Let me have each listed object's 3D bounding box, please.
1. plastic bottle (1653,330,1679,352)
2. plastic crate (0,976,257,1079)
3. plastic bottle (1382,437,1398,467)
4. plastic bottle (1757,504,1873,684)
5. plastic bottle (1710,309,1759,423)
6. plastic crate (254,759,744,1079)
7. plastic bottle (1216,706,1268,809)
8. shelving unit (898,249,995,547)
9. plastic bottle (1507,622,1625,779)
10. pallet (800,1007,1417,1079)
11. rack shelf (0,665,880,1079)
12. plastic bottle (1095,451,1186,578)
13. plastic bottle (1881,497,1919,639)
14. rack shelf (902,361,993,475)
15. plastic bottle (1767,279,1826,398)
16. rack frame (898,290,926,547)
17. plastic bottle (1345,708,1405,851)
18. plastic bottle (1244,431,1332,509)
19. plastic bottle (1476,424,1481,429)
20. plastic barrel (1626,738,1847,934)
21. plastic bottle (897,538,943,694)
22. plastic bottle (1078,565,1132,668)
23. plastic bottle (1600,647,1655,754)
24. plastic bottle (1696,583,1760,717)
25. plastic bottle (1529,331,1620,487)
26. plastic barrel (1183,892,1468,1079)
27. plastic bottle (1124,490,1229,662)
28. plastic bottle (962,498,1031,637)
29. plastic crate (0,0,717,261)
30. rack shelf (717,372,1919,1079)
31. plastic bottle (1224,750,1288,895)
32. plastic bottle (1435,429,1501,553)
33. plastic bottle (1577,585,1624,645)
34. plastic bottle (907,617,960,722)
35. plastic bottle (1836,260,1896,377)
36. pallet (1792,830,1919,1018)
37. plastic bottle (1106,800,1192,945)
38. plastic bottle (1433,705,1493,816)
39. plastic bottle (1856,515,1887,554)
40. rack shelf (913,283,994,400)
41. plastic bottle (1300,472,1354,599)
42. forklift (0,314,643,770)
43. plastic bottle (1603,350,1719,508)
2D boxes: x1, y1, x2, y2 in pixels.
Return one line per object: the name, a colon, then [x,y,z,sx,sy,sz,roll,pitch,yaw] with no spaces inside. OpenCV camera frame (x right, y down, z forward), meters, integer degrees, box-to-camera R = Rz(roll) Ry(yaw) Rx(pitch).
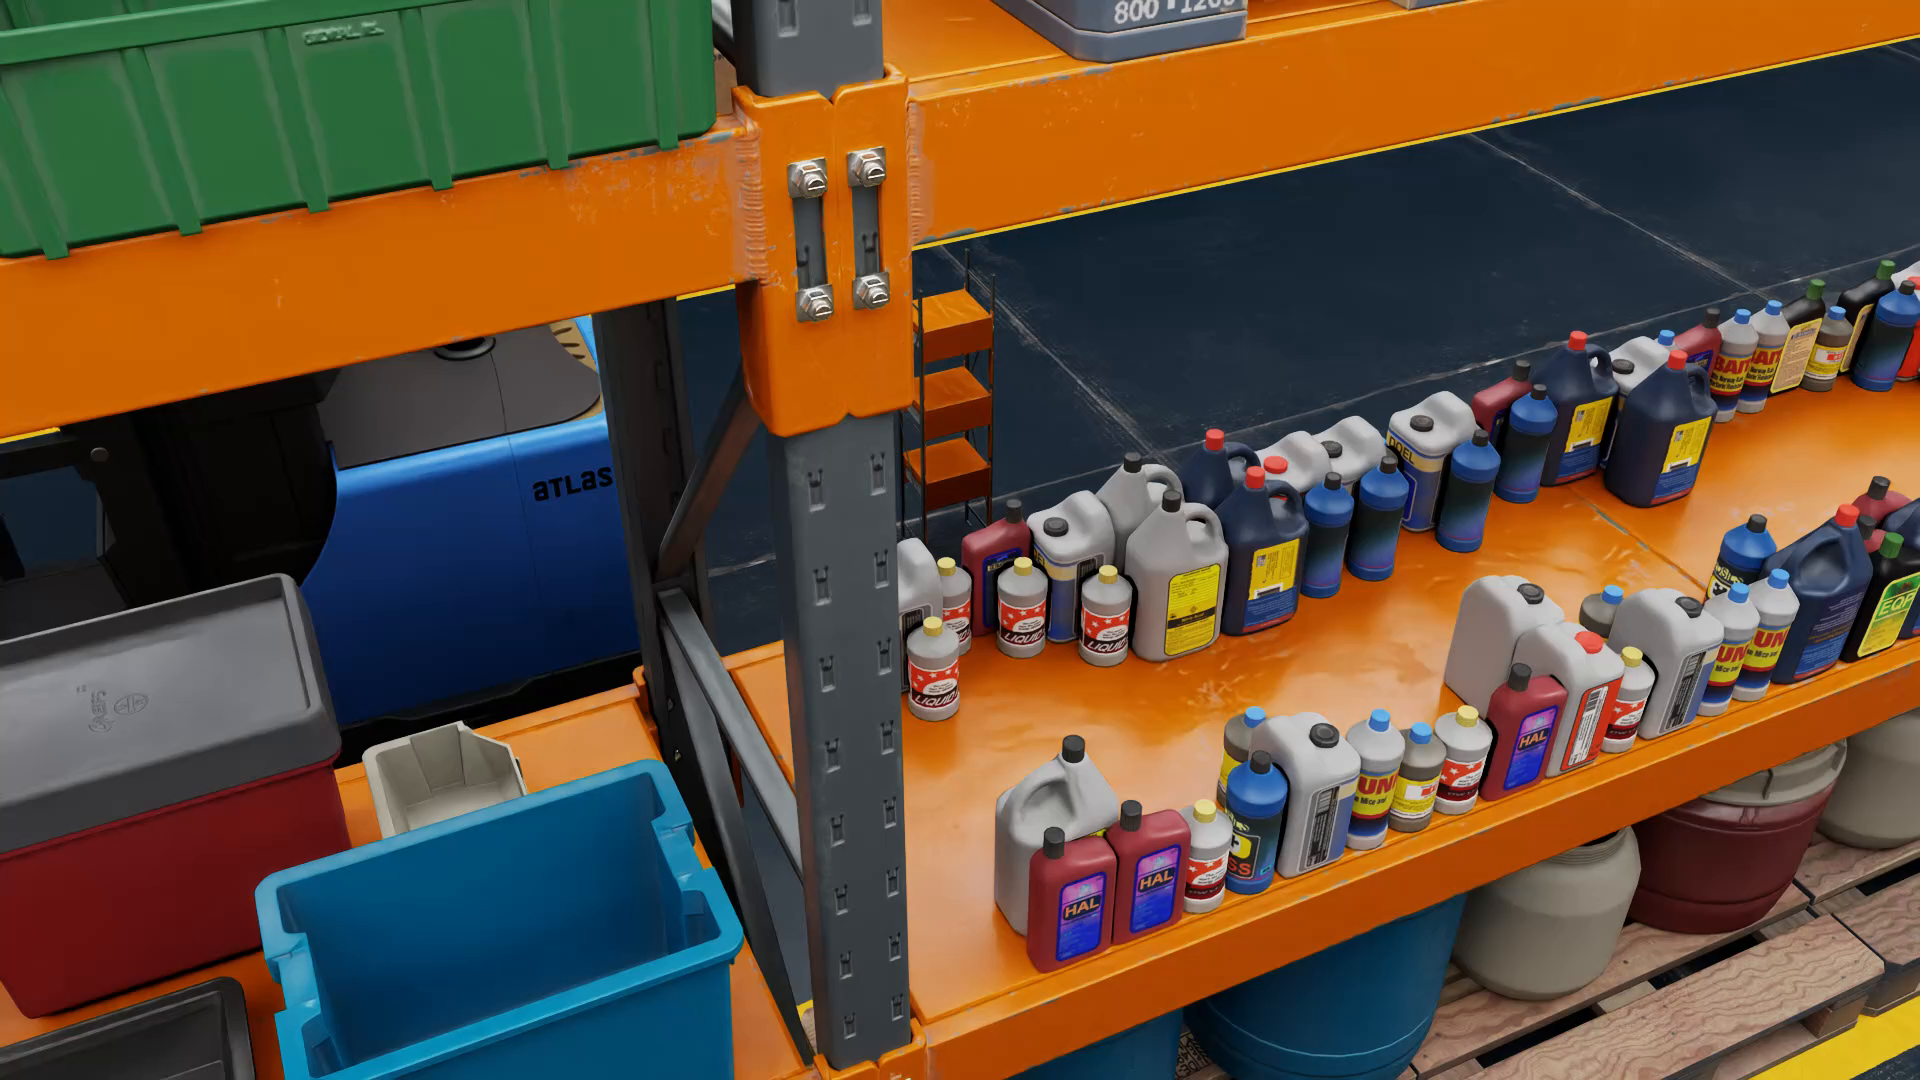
plastic bottle: [1.591,-0.356,3.820,0.097,0.271,0.097,0,37,0]
plastic crate: [-1.238,0.877,2.230,0.590,0.125,0.437,-16,39,-20]
plastic bottle: [0.883,-0.130,3.574,0.097,0.201,0.097,0,37,0]
plastic bottle: [1.613,0.090,3.152,0.185,0.351,0.144,-16,39,-20]
plastic bottle: [1.800,-0.414,3.899,0.097,0.271,0.097,0,37,0]
plastic crate: [-0.616,0.647,2.323,0.575,0.384,0.392,-16,39,-20]
plastic bottle: [0.504,0.376,2.892,0.097,0.201,0.097,0,37,0]
shelving unit: [-0.048,-0.408,5.419,0.252,1.050,0.215,-16,39,-20]
plastic bottle: [1.080,0.266,2.977,0.135,0.276,0.152,-16,39,-20]
pallet: [0.377,1.310,3.807,1.213,0.211,1.003,-16,39,-20]
rack shelf: [-2.149,1.158,2.275,4.000,0.370,1.077,-16,39,-20]
plastic bottle: [0.354,-0.027,3.309,0.185,0.351,0.144,-16,39,-20]
plastic bottle: [1.901,0.010,3.261,0.185,0.351,0.144,-16,39,-20]
rack shelf: [-0.048,-0.400,5.425,0.240,0.259,0.215,-16,39,-20]
plastic bottle: [1.985,-0.483,3.981,0.133,0.283,0.061,-16,39,-20]
rack frame: [-0.159,-0.377,5.377,0.008,1.050,0.200,-16,39,-20]
plastic bottle: [0.690,0.395,2.807,0.097,0.271,0.097,0,37,0]
plastic bottle: [0.668,-0.082,3.446,0.135,0.276,0.152,-16,39,-20]
plastic bottle: [1.093,-0.189,3.653,0.097,0.201,0.097,0,37,0]
plastic barrel: [1.824,0.569,4.137,0.708,0.588,0.600,-16,39,-20]
plastic bottle: [-0.119,0.138,3.150,0.135,0.276,0.152,-16,39,-20]
plastic bottle: [0.281,0.138,3.212,0.097,0.201,0.097,0,37,0]
plastic bottle: [1.197,0.282,3.019,0.097,0.201,0.097,0,37,0]
plastic bottle: [1.407,0.195,3.077,0.097,0.271,0.097,0,37,0]
plastic bottle: [1.351,-0.305,3.685,0.185,0.351,0.144,-16,39,-20]
plastic barrel: [0.802,0.729,3.658,0.708,0.901,0.600,-16,39,-20]
plastic bottle: [0.416,0.051,3.205,0.185,0.351,0.144,-16,39,-20]
plastic bottle: [0.071,0.052,3.259,0.133,0.283,0.061,-16,39,-20]
plastic crate: [-0.594,-0.487,1.548,0.662,0.188,0.450,-16,39,-20]
rack shelf: [1.472,0.145,3.640,4.000,0.370,1.077,-16,39,-20]
plastic bottle: [0.480,0.454,2.728,0.097,0.271,0.097,0,37,0]
plastic bottle: [1.070,-0.110,3.488,0.097,0.271,0.097,0,37,0]
plastic bottle: [1.220,0.175,3.163,0.097,0.201,0.097,0,37,0]
plastic bottle: [-0.049,0.231,3.087,0.097,0.201,0.097,0,37,0]
plastic bottle: [2.194,-0.541,4.060,0.133,0.283,0.061,-16,39,-20]
pallet: [2.586,0.692,4.639,1.213,0.211,1.003,-16,39,-20]
plastic bottle: [0.295,0.513,2.638,0.133,0.283,0.061,-16,39,-20]
plastic bottle: [0.866,0.374,2.894,0.097,0.201,0.097,0,37,0]
plastic bottle: [1.749,0.067,3.240,0.133,0.283,0.061,-16,39,-20]
rack shelf: [-0.048,-0.628,5.256,0.240,0.259,0.215,-16,39,-20]
plastic bottle: [0.738,-0.017,3.363,0.097,0.271,0.097,0,37,0]
forklift: [-2.406,-0.570,4.058,3.031,2.935,1.130,-14,39,-18]
plastic bottle: [1.538,-0.257,3.621,0.185,0.351,0.144,-16,39,-20]
